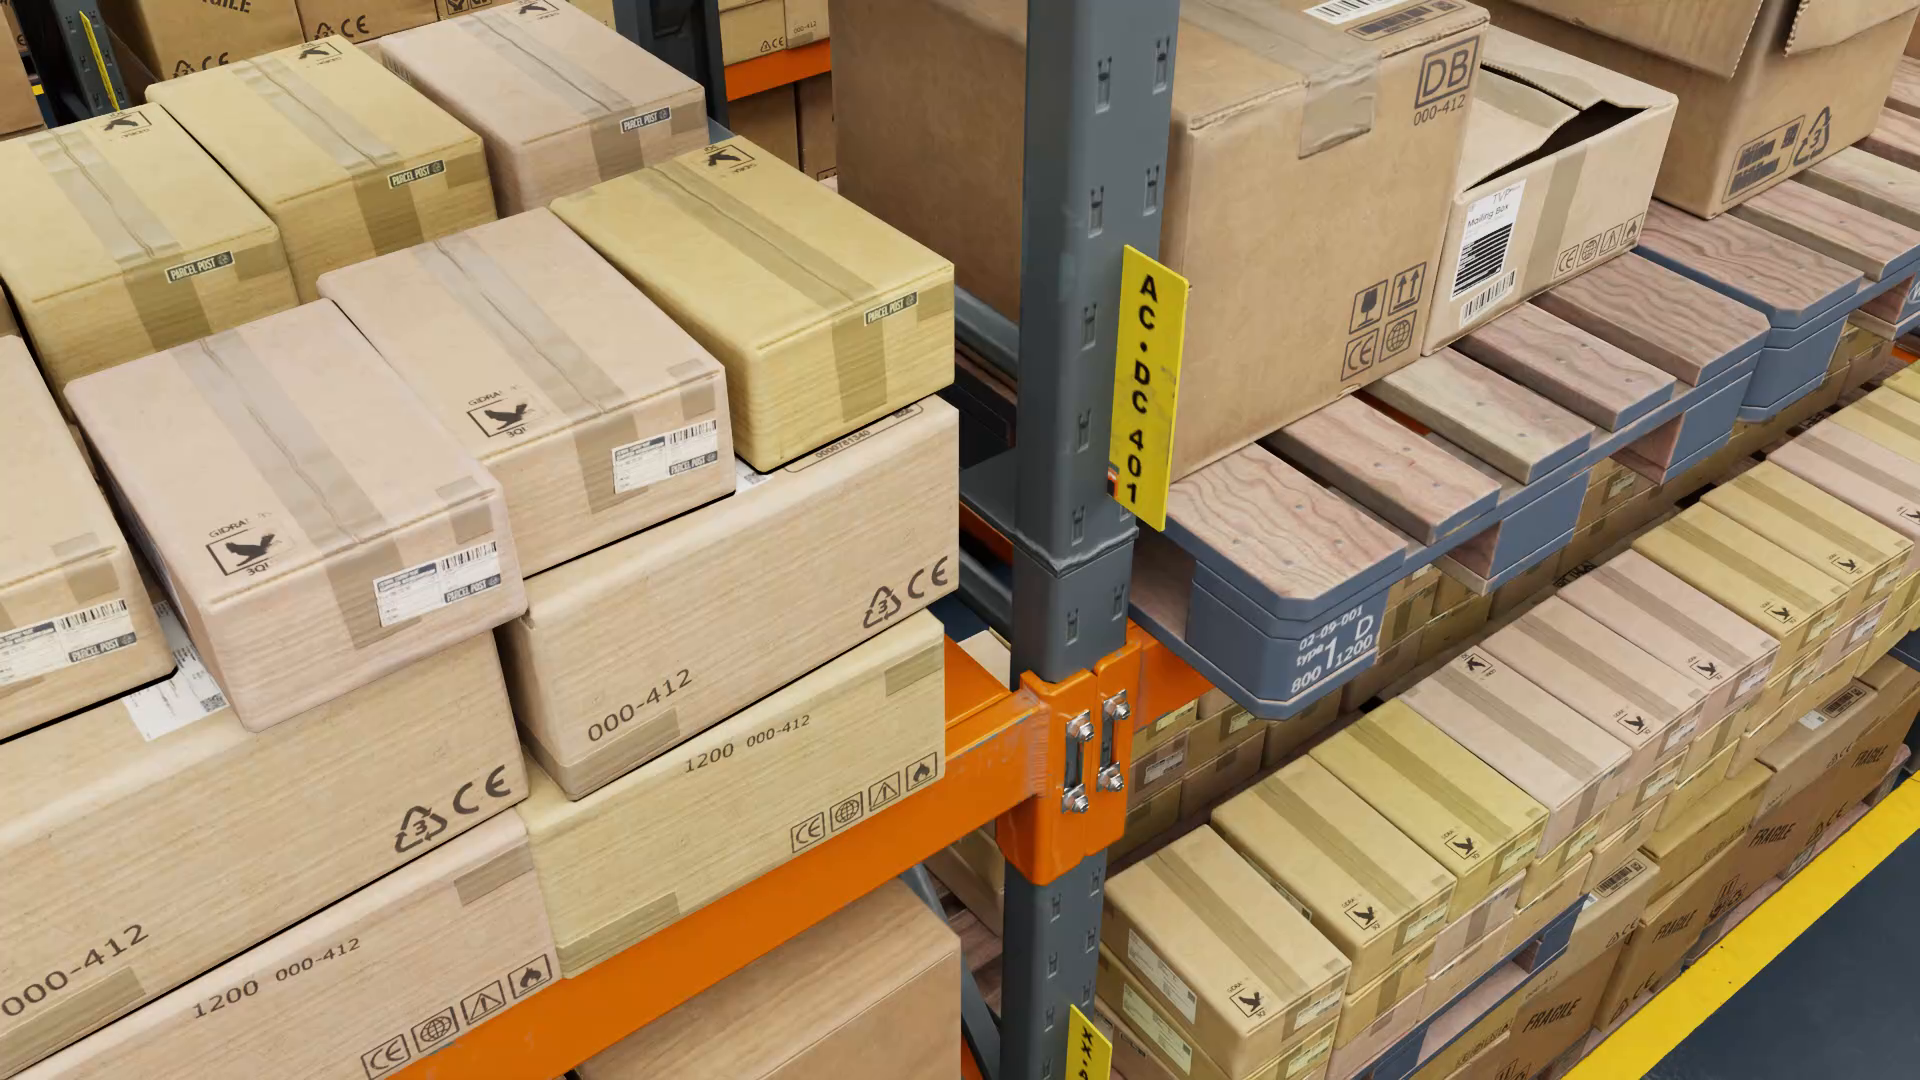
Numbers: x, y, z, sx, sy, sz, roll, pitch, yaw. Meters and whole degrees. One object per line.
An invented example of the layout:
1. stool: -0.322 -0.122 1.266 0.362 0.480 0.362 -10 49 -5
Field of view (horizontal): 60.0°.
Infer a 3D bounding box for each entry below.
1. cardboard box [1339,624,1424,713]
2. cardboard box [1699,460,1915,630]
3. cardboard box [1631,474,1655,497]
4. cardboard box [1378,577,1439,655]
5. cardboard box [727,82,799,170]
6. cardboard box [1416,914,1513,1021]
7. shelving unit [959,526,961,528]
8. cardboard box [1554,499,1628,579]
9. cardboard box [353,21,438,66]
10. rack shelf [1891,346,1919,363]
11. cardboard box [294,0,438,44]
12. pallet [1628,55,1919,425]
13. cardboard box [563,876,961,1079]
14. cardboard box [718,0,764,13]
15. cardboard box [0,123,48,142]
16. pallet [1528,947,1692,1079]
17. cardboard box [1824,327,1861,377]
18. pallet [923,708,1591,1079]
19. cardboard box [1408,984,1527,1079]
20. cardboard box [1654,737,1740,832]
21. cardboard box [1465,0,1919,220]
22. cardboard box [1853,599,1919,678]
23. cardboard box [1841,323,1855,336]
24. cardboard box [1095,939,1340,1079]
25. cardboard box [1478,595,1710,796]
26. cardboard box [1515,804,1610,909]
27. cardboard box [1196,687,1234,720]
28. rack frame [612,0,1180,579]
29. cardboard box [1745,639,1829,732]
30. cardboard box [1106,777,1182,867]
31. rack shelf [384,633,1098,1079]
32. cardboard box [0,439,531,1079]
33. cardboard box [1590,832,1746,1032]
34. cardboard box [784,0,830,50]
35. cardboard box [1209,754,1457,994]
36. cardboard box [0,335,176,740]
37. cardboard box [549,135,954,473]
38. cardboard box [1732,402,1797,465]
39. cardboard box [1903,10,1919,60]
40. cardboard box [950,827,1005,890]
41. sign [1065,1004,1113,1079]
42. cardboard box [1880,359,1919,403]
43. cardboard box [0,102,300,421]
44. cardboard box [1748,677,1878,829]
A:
1. cardboard box: 0.876 0.209 3.997 0.250 0.149 0.380 -28 47 -30
2. cardboard box: 1.897 0.008 3.773 0.250 0.149 0.380 -24 45 -26
3. cardboard box: 1.706 -0.306 4.390 0.250 0.149 0.380 -26 46 -28
4. cardboard box: 0.885 0.092 3.905 0.250 0.149 0.380 -28 47 -30
5. cardboard box: -1.371 -1.839 7.971 0.875 0.875 0.875 -25 46 -28
6. cardboard box: 0.871 0.739 3.351 0.250 0.149 0.380 -26 46 -28
7. shelving unit: -0.005 -0.432 6.390 1.048 1.125 0.538 -26 46 -28
8. cardboard box: 1.506 -0.096 4.369 0.250 0.149 0.380 -25 46 -28
9. cardboard box: -2.318 -1.899 6.424 0.500 0.250 0.500 -25 46 -27
10. rack shelf: 4.619 -1.110 6.306 4.000 0.370 1.077 -26 46 -28
11. cardboard box: -2.324 -2.181 6.177 0.500 0.500 0.500 -26 46 -28
12. pallet: 1.237 -0.744 3.075 1.003 0.211 1.213 -26 46 -28
13. cardboard box: -0.346 0.708 2.420 0.500 0.500 0.500 -28 47 -30
14. cardboard box: -1.090 -2.478 7.130 0.500 0.250 0.500 -27 47 -29
15. cardboard box: -3.447 -1.251 5.831 0.500 0.500 0.500 -26 46 -28
16. pallet: 1.446 1.233 5.081 1.213 0.211 1.003 -26 46 -28
17. cardboard box: 2.314 -0.604 4.754 0.250 0.149 0.380 -24 45 -26
18. pallet: 0.556 0.782 3.583 1.213 0.211 1.003 -26 46 -28
19. cardboard box: 1.029 1.085 4.111 0.500 0.250 0.500 -25 45 -27
20. cardboard box: 1.487 0.437 3.719 0.250 0.149 0.380 -27 46 -29
21. cardboard box: 1.167 -0.963 2.781 0.637 0.503 0.797 -27 46 -29
22. cardboard box: 2.108 0.135 4.087 0.250 0.149 0.380 -28 47 -30
23. cardboard box: 2.337 -0.724 4.666 0.250 0.149 0.380 -27 47 -29
24. cardboard box: 0.454 0.829 3.007 0.250 0.149 0.380 -25 46 -27
25. cardboard box: 1.279 0.311 3.404 0.250 0.149 0.380 -26 46 -28
26. cardboard box: 1.069 0.527 3.375 0.250 0.149 0.380 -28 47 -30
27. cardboard box: 0.480 0.179 3.565 0.250 0.149 0.380 -28 47 -29
28. rack frame: -0.138 -1.389 1.348 0.127 3.000 1.000 -26 46 -28
29. cardboard box: 1.693 0.224 3.745 0.250 0.149 0.380 -27 46 -29
30. cardboard box: 0.262 0.511 3.629 0.250 0.149 0.380 -26 46 -28
31. rack shelf: -1.724 0.822 1.585 4.000 0.370 1.077 -26 46 -28
32. cardboard box: -0.769 0.137 1.577 0.500 0.250 0.500 -28 47 -30
33. cardboard box: 1.848 0.986 4.823 0.500 0.500 0.500 -28 47 -30
34. cardboard box: -0.701 -2.476 7.522 0.500 0.250 0.500 -25 46 -27
35. cardboard box: 0.672 0.603 3.047 0.250 0.149 0.380 -25 45 -27
36. cardboard box: -0.871 0.005 1.424 0.250 0.149 0.380 -24 45 -27
37. cardboard box: -0.219 -0.260 1.747 0.250 0.149 0.380 -28 47 -30
38. cardboard box: 2.129 -0.401 4.741 0.250 0.149 0.380 -24 45 -26
39. cardboard box: 1.948 -1.074 3.251 0.500 0.500 0.500 -26 46 -28
40. cardboard box: 0.057 0.497 3.411 0.250 0.149 0.380 -25 45 -27
41. sign: 0.199 0.866 2.647 0.005 0.325 0.100 -26 46 -28
42. cardboard box: 2.516 -0.294 4.141 0.250 0.149 0.380 -25 45 -27
43. cardboard box: -0.917 -0.314 1.813 0.250 0.149 0.380 -26 46 -29
44. cardboard box: 2.257 0.495 4.830 0.500 0.250 0.500 -25 46 -28
